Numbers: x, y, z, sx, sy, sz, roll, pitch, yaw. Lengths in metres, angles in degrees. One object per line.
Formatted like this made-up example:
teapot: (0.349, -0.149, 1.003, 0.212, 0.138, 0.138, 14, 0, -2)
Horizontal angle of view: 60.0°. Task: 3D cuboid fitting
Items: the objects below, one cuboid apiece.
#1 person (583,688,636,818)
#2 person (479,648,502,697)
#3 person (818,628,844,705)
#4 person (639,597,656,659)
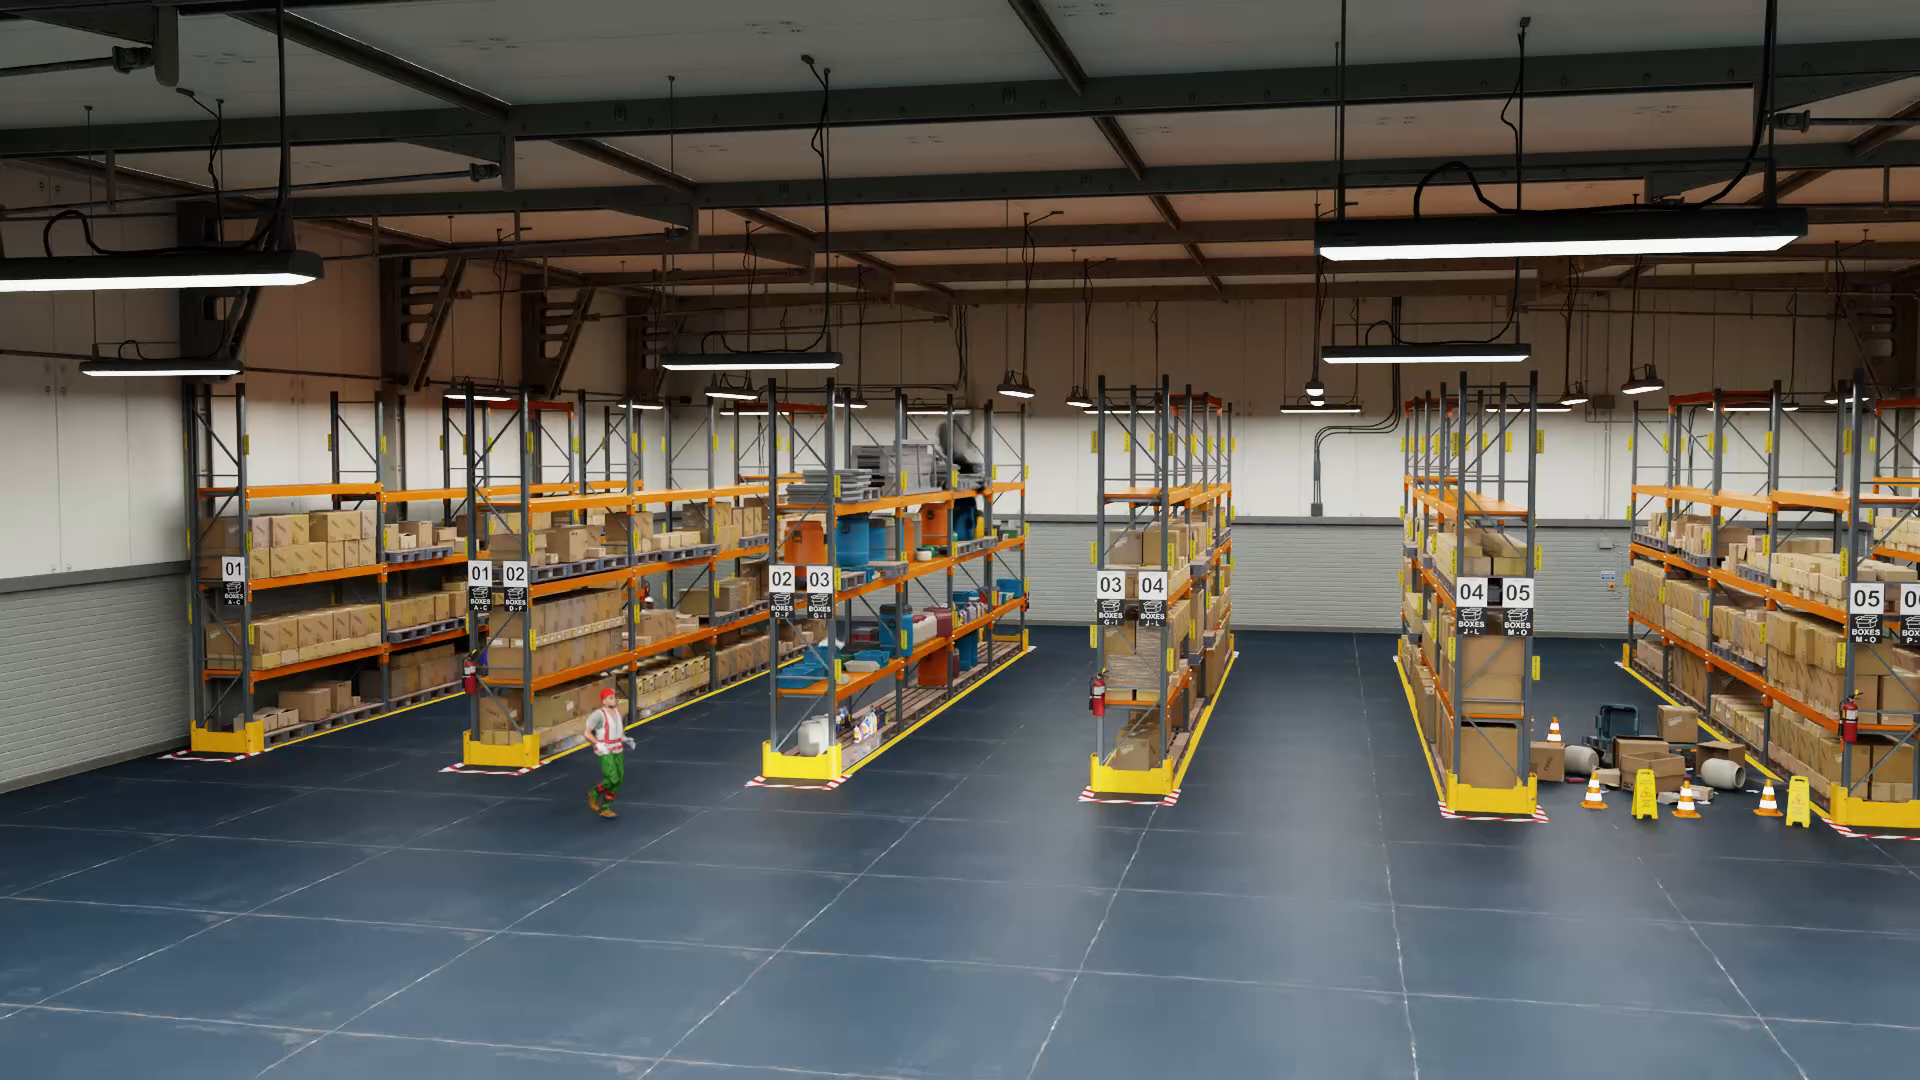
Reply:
person: (-4.701, 2.850, 22.304, 0.580, 1.738, 0.633, 2, 4, 31)
person: (-8.321, 2.503, 29.696, 0.555, 1.649, 0.791, 0, 3, -3)
person: (-2.401, 2.433, 30.985, 0.595, 1.627, 0.643, 0, 3, 6)
person: (-6.626, 2.095, 35.447, 0.674, 1.761, 0.643, 1, 3, 13)
